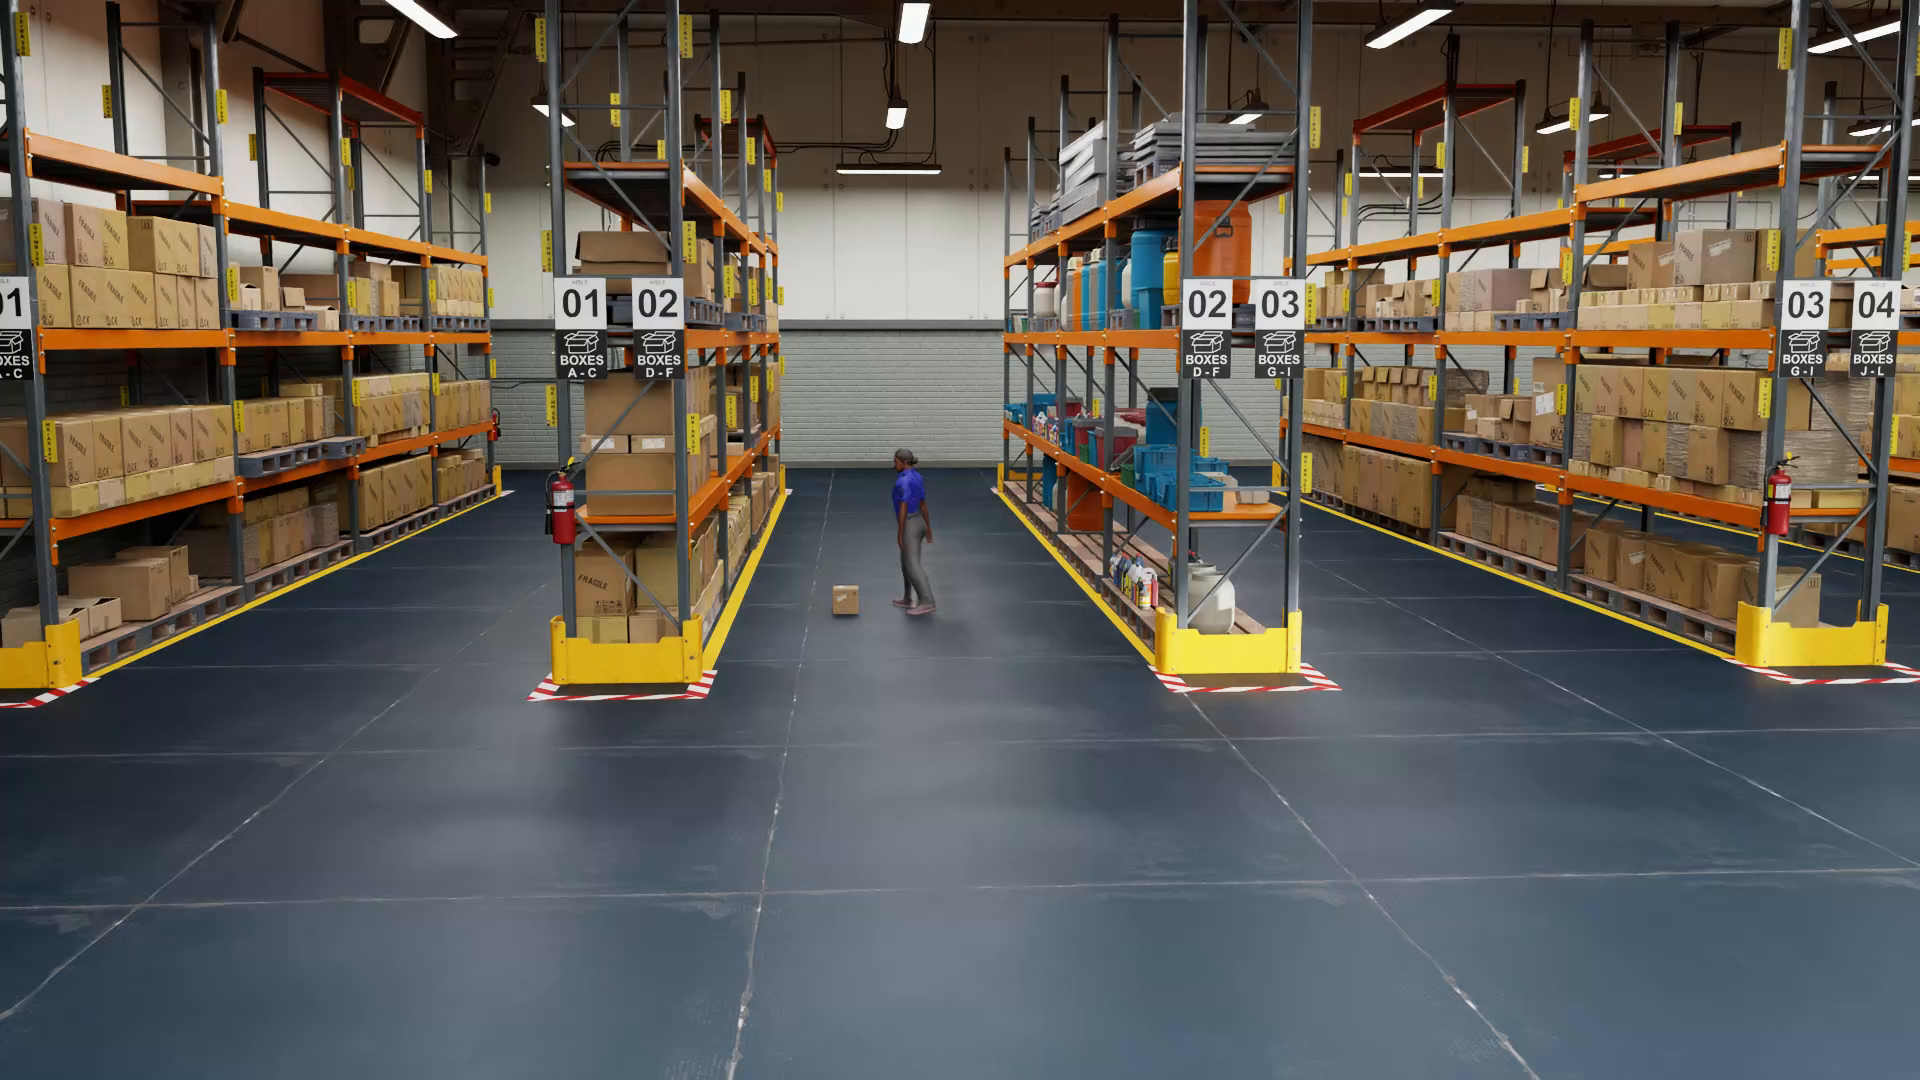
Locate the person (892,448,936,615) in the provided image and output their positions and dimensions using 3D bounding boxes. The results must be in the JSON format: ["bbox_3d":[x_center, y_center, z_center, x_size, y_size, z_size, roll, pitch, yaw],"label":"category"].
[{"bbox_3d":[-0.480,-0.097,16.478,0.652,1.631,0.683,3,7,20],"label":"person"}]
